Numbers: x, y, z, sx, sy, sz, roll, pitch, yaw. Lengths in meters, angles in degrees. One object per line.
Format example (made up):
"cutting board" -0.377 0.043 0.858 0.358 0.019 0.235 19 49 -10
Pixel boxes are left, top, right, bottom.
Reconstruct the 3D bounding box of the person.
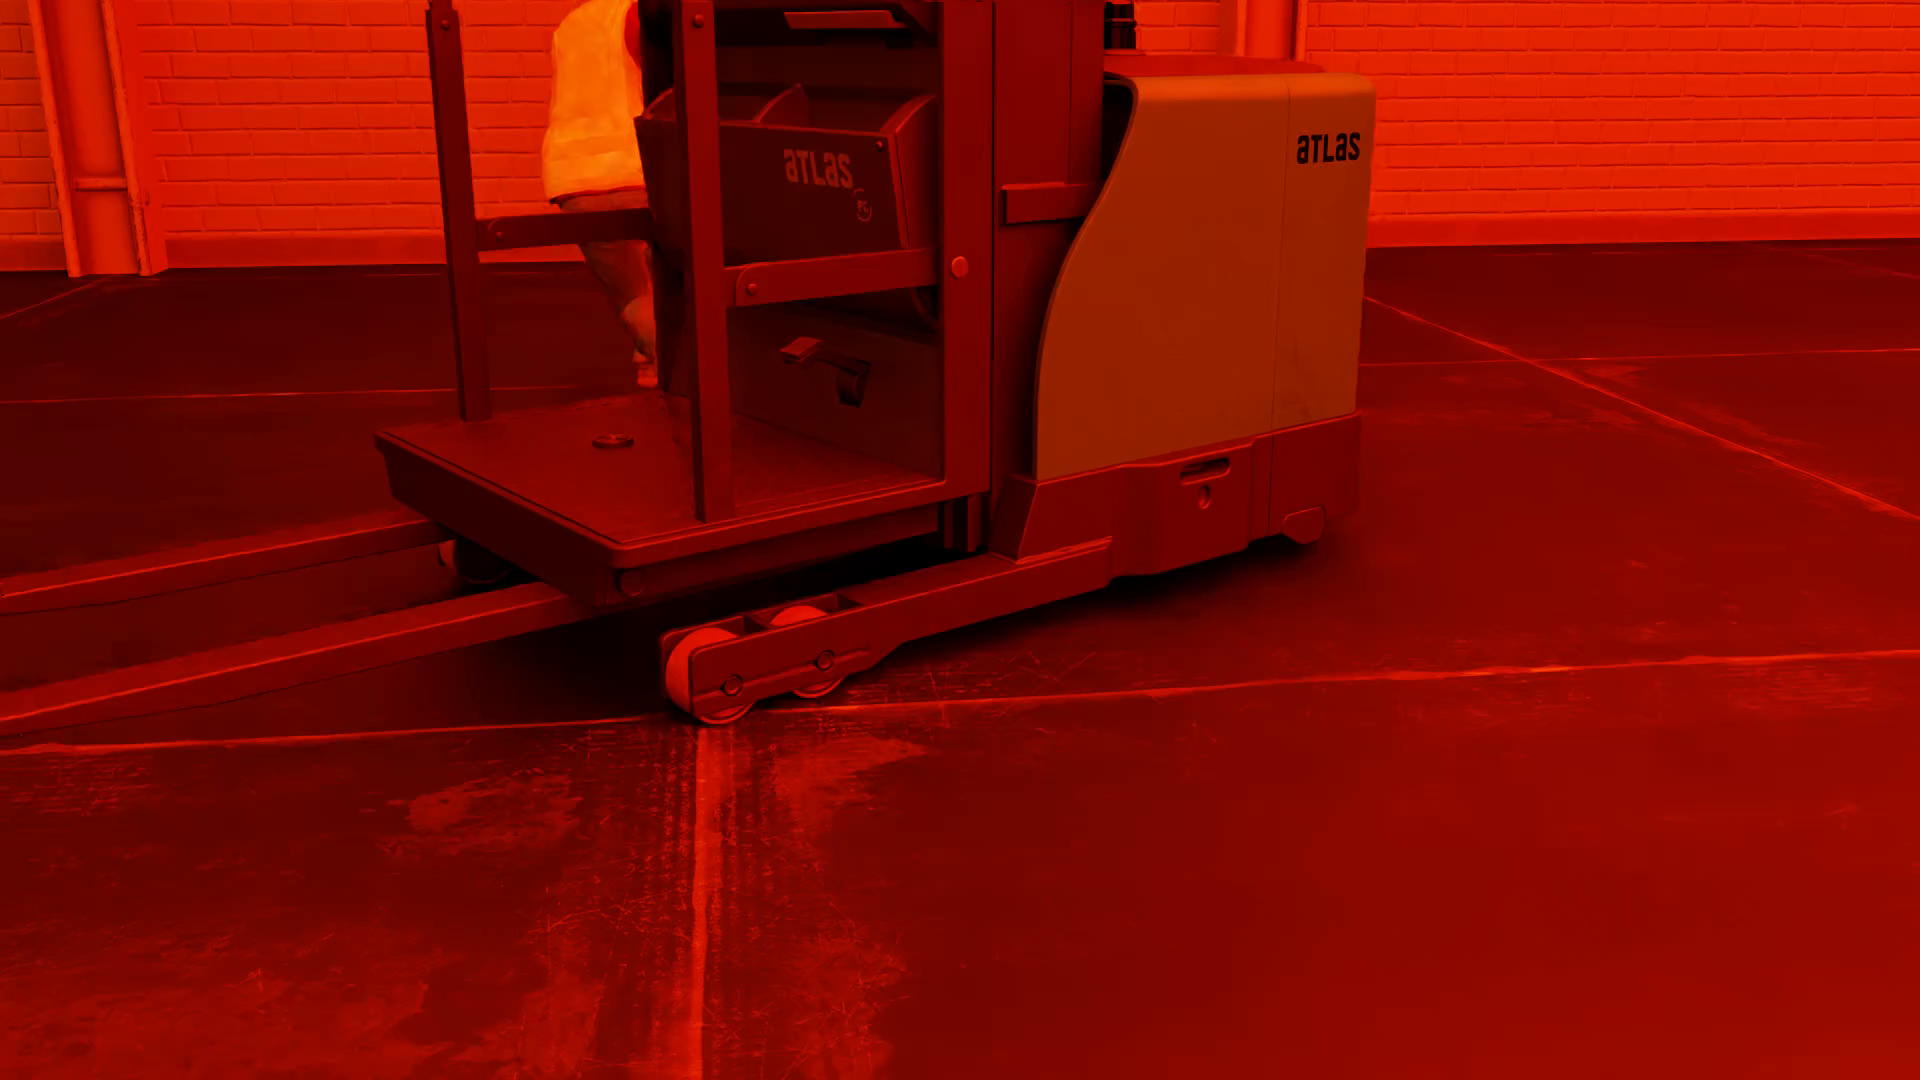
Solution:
"person" -0.843 -1.192 5.358 0.911 1.518 1.155 3 17 11

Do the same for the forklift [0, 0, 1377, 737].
"forklift" -0.523 -1.253 3.044 3.031 2.935 1.130 -13 21 -37
